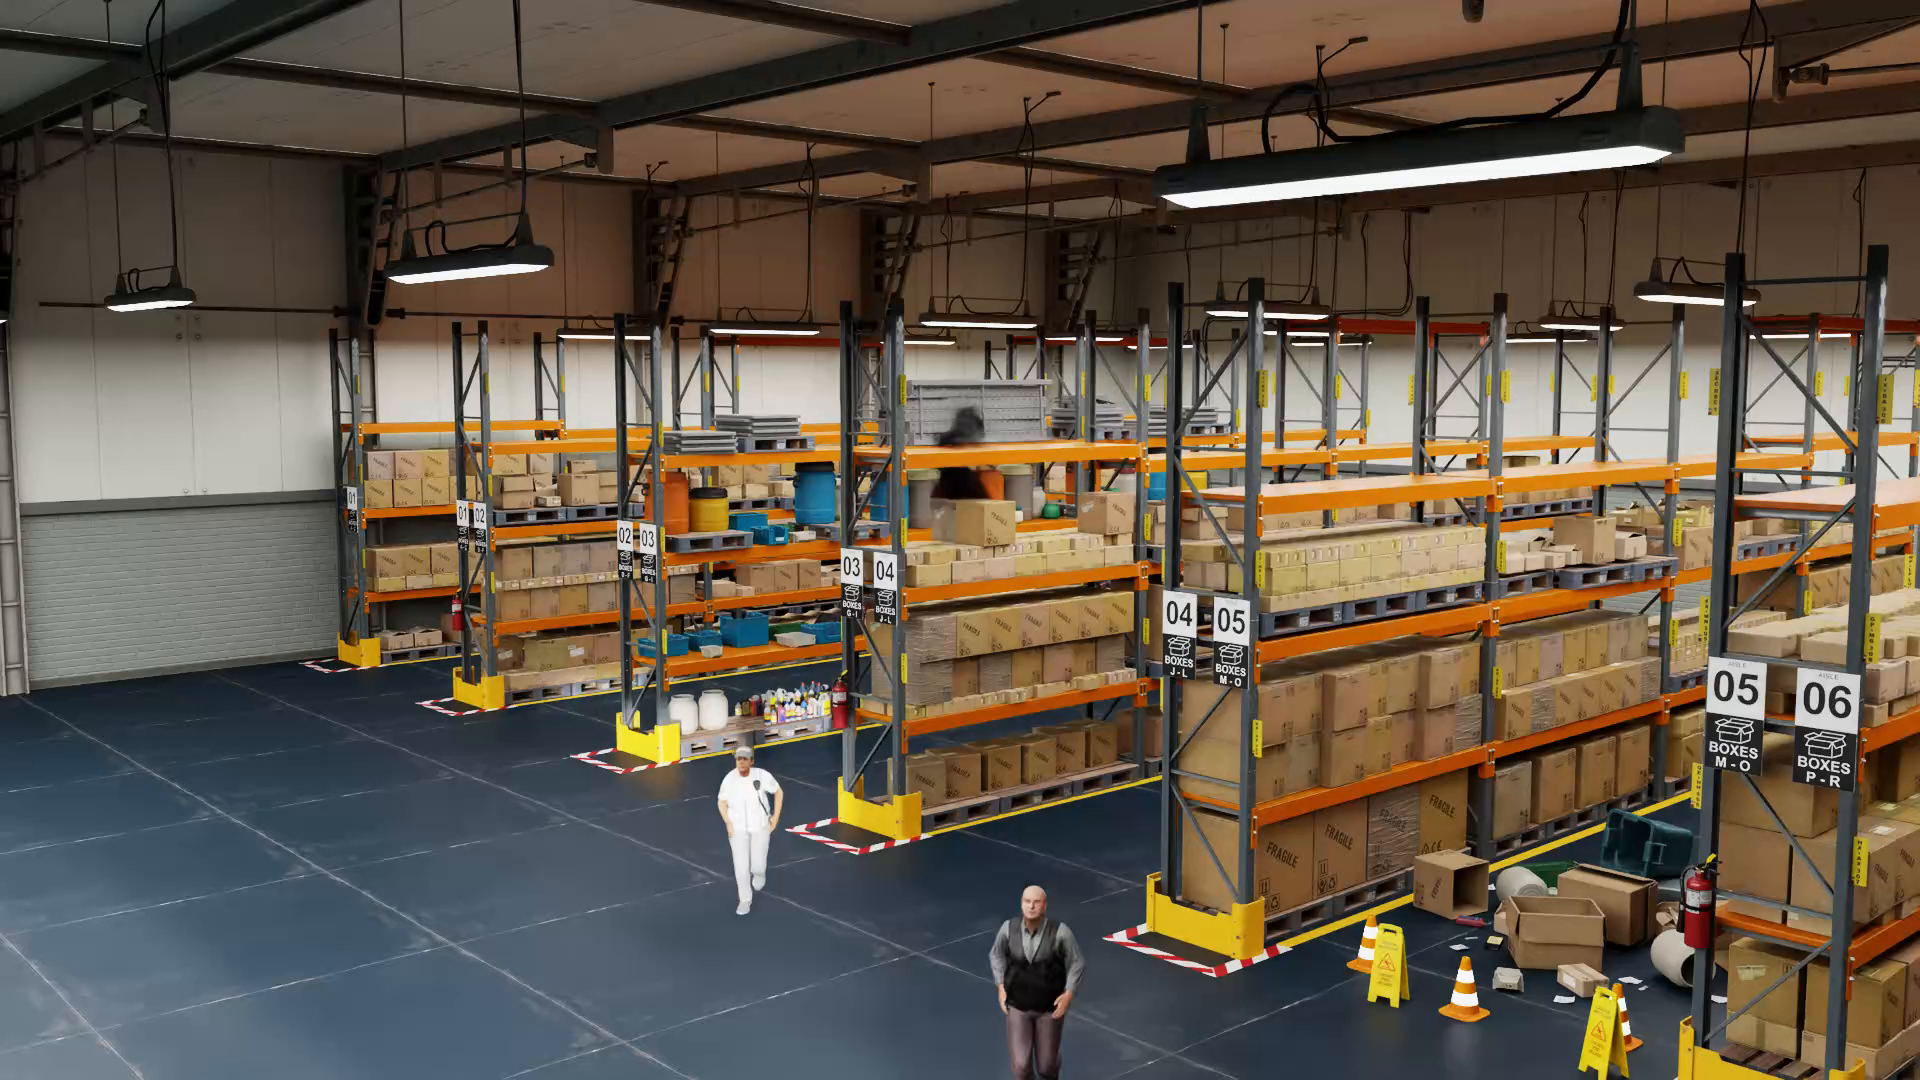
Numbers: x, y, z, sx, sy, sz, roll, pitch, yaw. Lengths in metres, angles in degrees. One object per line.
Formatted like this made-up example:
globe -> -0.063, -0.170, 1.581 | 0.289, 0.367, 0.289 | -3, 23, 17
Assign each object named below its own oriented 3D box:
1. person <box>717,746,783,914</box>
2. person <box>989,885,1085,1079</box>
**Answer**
person -> -2.031, 2.789, 16.084 | 0.622, 1.624, 0.620 | 0, 6, 1
person -> 0.525, 3.203, 11.494 | 0.681, 1.691, 0.676 | 1, 6, 10
